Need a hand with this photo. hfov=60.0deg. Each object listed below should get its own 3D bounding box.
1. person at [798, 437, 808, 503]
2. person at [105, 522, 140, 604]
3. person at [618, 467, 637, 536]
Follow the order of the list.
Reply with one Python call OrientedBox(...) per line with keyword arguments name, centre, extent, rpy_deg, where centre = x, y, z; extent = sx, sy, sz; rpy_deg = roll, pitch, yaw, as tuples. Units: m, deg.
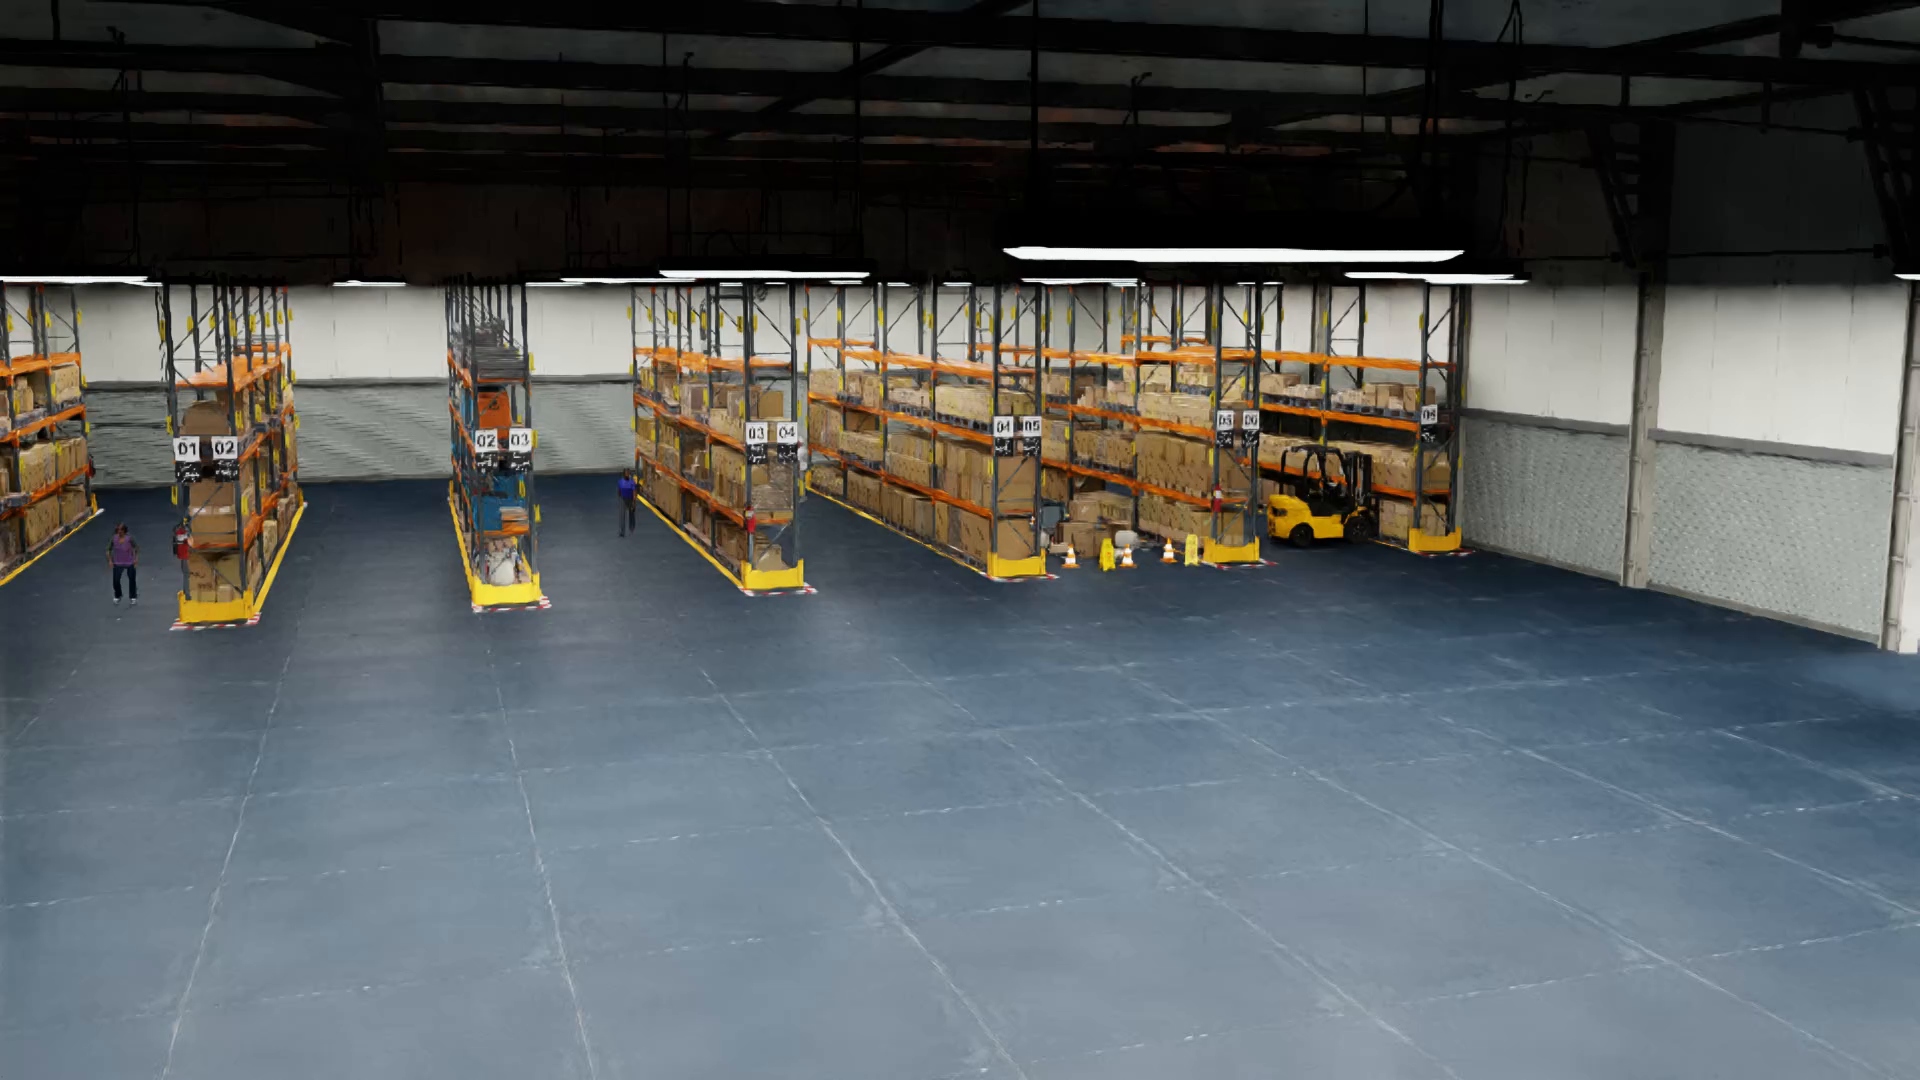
OrientedBox(name="person", centre=(-4.328, -1.883, 44.571), extent=(0.503, 1.764, 0.624), rpy_deg=(2, 9, 11))
OrientedBox(name="person", centre=(-15.200, 0.424, 30.226), extent=(0.566, 1.541, 0.519), rpy_deg=(-3, 9, -21))
OrientedBox(name="person", centre=(-7.738, -0.908, 38.722), extent=(0.443, 1.587, 0.991), rpy_deg=(-1, 9, -10))
